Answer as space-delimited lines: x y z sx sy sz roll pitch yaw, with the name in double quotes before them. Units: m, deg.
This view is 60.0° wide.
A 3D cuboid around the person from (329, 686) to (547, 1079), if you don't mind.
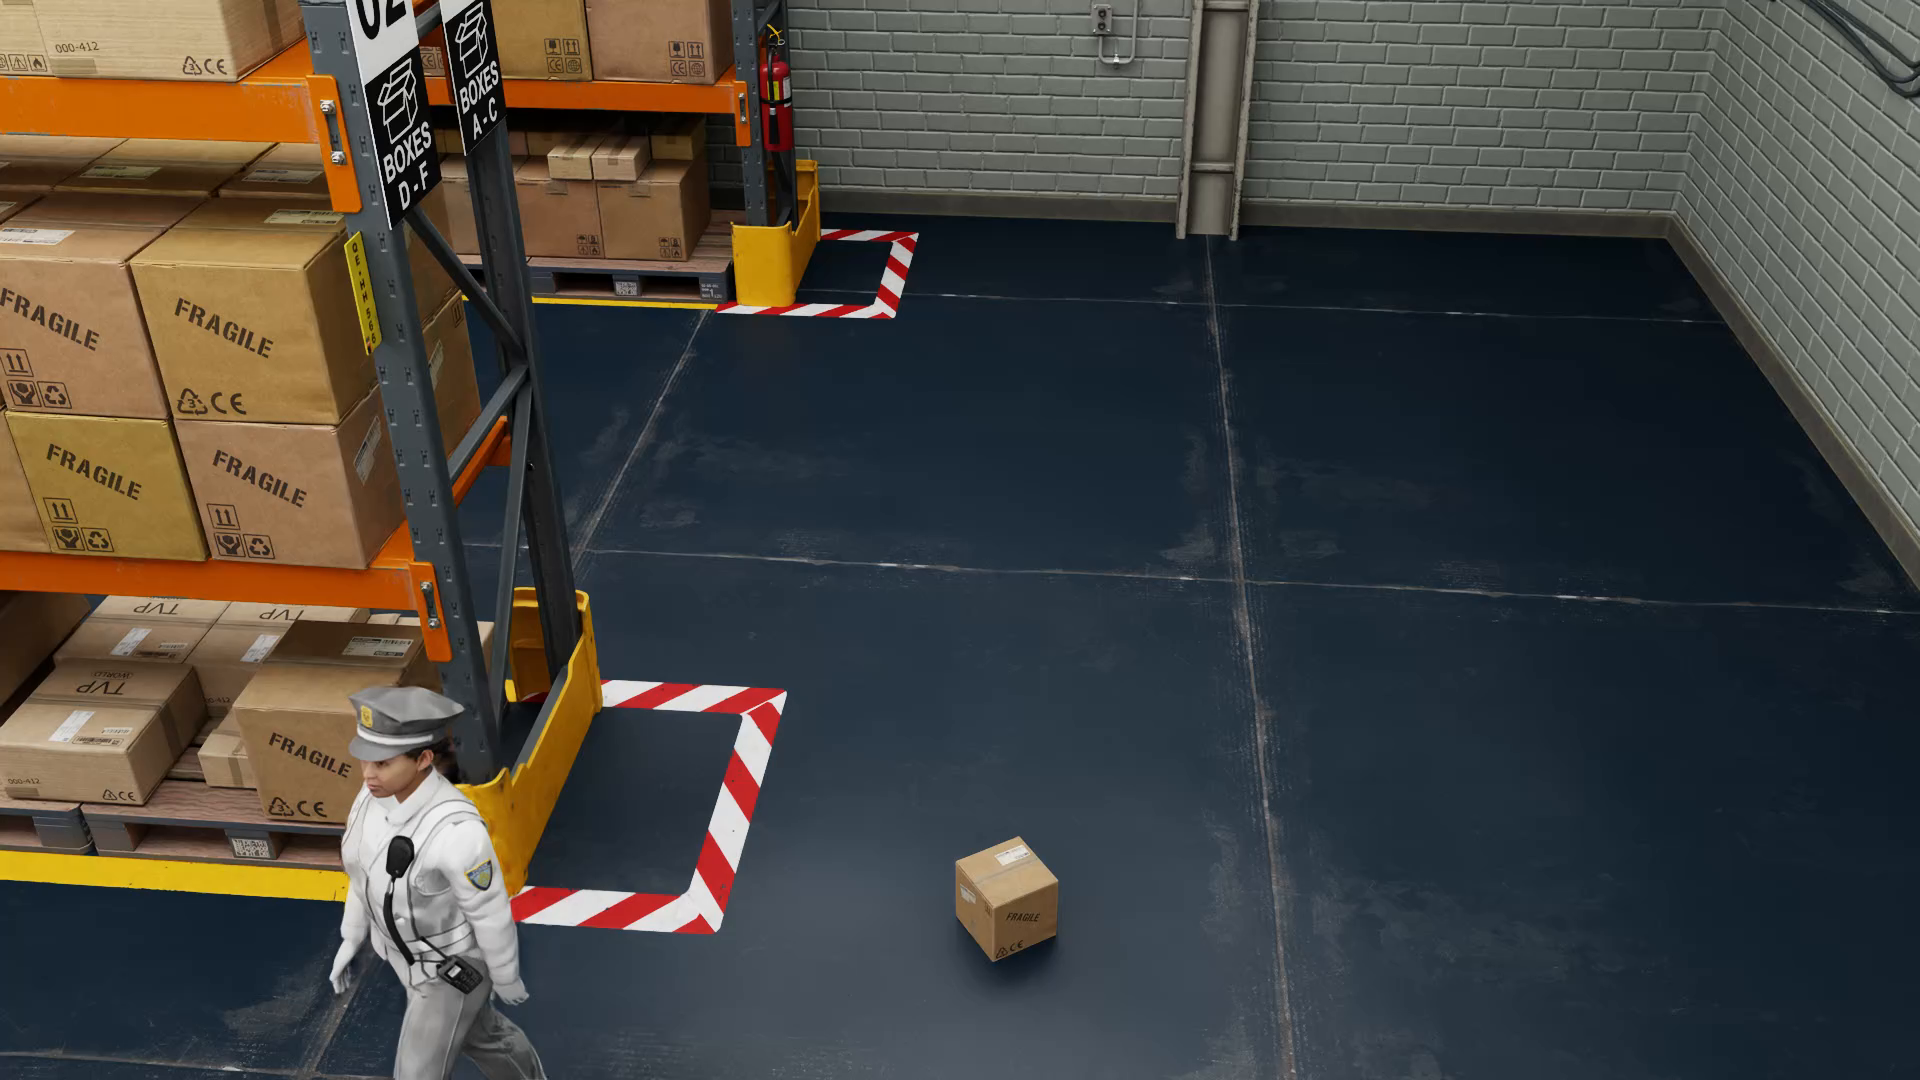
"person" -1.403 1.126 4.349 0.588 1.744 0.486 -26 40 -35
